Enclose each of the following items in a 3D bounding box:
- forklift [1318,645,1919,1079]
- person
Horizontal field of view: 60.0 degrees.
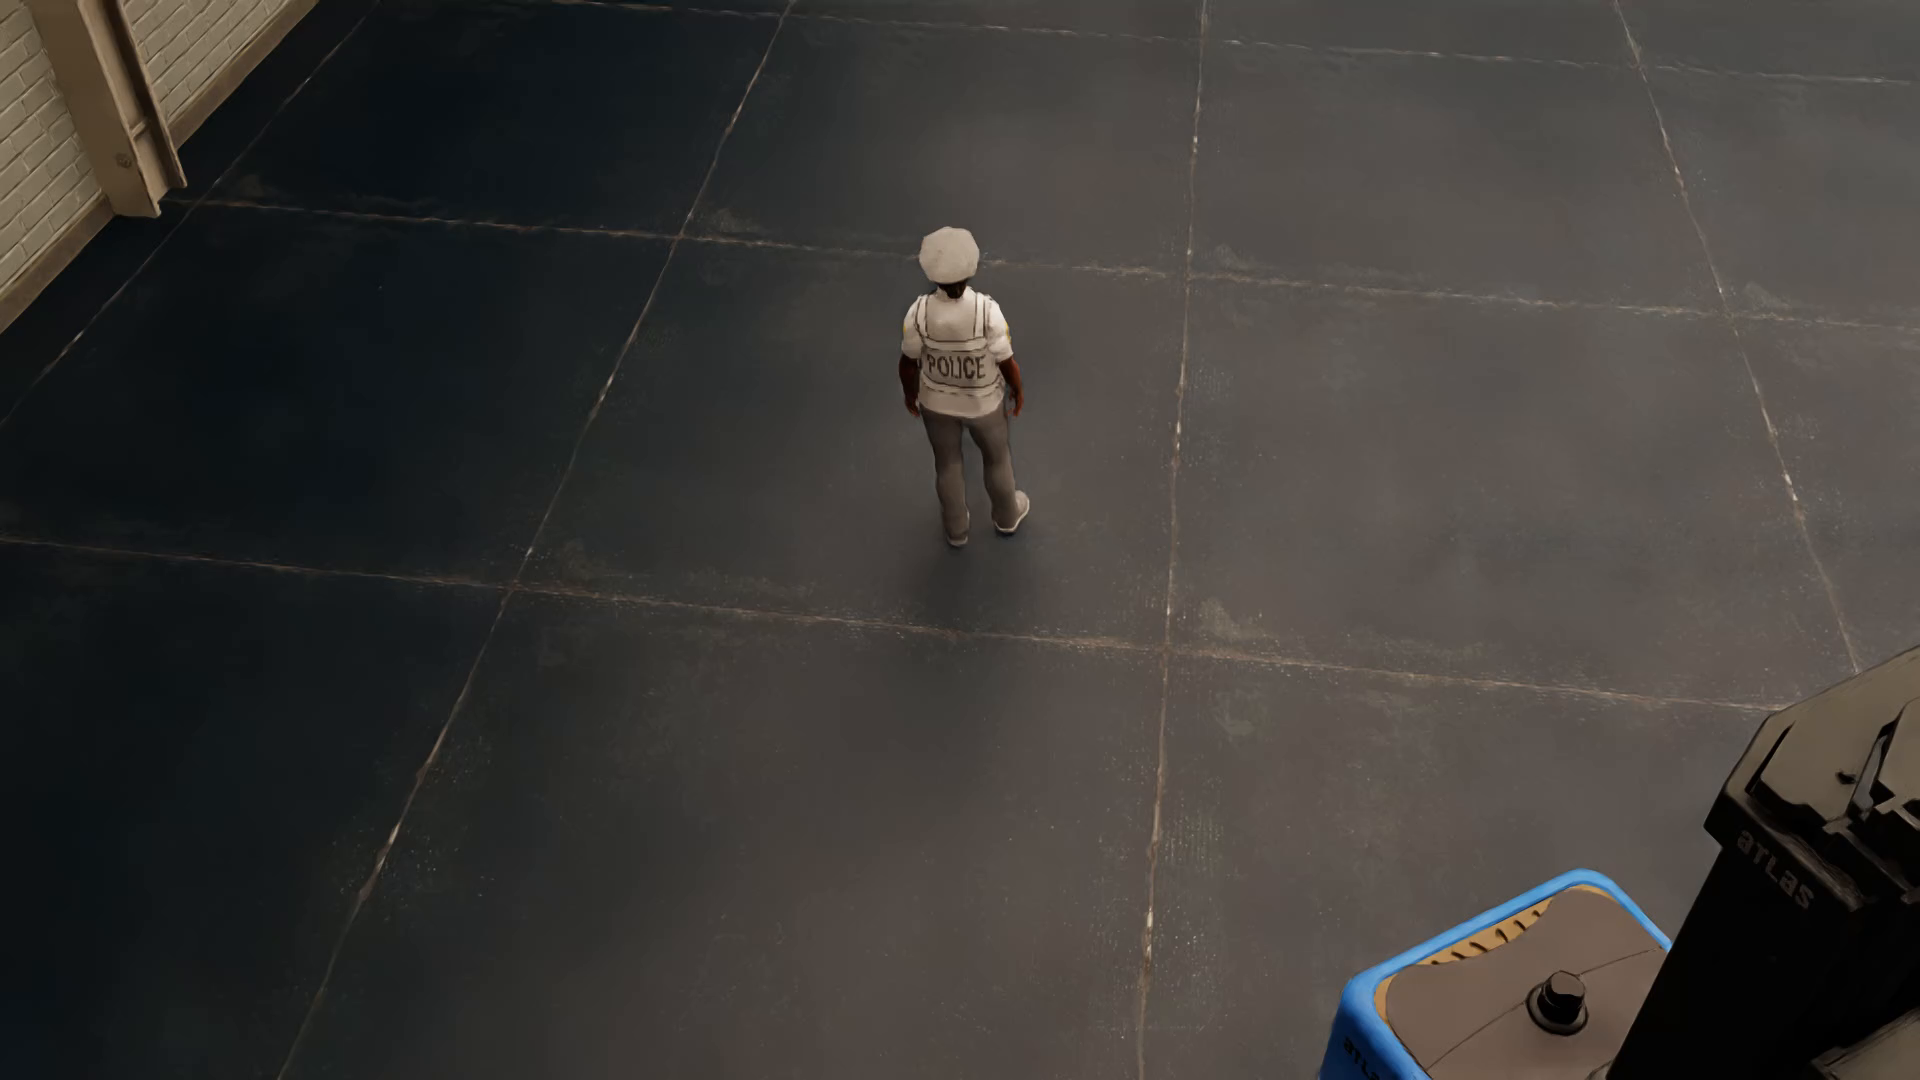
[{"bbox_3d":[2.227,1.757,3.812,1.130,2.935,3.031,-19,46,-20],"label":"forklift"},{"bbox_3d":[0.029,-0.677,7.366,0.570,1.693,0.529,5,43,6],"label":"person"}]
